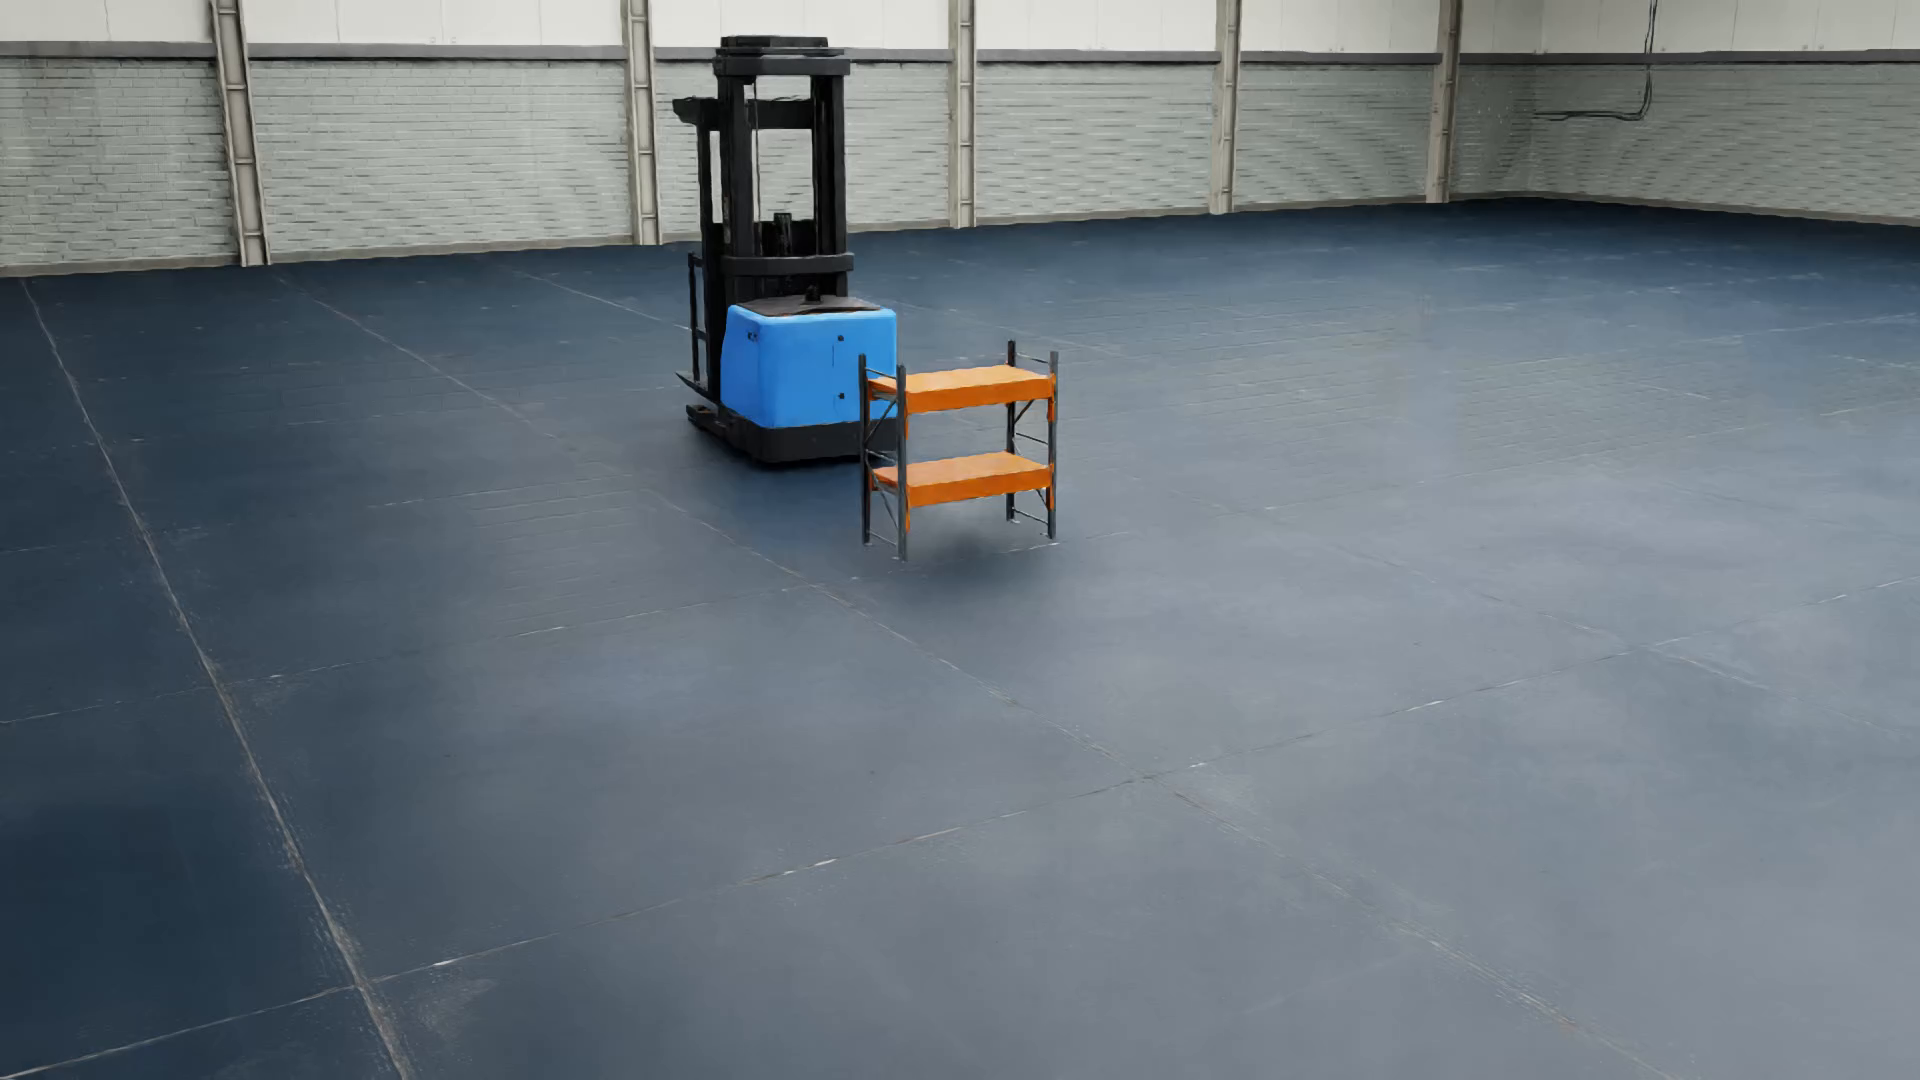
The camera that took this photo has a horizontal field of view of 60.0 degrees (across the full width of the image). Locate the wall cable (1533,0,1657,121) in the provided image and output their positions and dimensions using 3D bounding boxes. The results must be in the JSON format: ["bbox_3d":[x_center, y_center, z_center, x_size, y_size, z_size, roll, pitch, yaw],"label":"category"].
[{"bbox_3d":[13.542,-10.270,35.627,0.112,2.526,3.097,-9,18,-30],"label":"wall cable"}]

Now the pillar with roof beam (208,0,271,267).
[{"bbox_3d":[-8.020,-7.329,19.384,0.400,9.000,9.100,-9,18,-30],"label":"pillar with roof beam"}]

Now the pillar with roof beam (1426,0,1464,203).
[{"bbox_3d":[12.553,-10.665,31.285,0.400,9.000,9.100,-9,18,-30],"label":"pillar with roof beam"}]

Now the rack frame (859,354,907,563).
[{"bbox_3d":[-0.442,-0.470,9.503,0.032,1.125,0.500,-9,18,-30],"label":"rack frame"}]

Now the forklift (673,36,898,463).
[{"bbox_3d":[-1.504,-2.303,12.696,1.130,2.935,3.031,-7,17,-24],"label":"forklift"}]

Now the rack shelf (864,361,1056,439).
[{"bbox_3d":[-0.006,-0.823,9.676,1.000,0.278,0.538,-9,18,-30],"label":"rack shelf"}]

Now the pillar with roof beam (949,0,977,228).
[{"bbox_3d":[2.267,-8.997,25.334,0.400,9.000,9.100,-9,18,-30],"label":"pillar with roof beam"}]

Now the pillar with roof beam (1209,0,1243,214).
[{"bbox_3d":[7.410,-9.831,28.310,0.400,9.000,9.100,-9,18,-30],"label":"pillar with roof beam"}]

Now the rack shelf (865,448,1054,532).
[{"bbox_3d":[-0.006,-0.305,9.821,1.000,0.278,0.538,-9,18,-30],"label":"rack shelf"}]

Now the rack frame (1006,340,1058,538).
[{"bbox_3d":[0.430,-0.611,10.007,0.032,1.125,0.500,-9,18,-30],"label":"rack frame"}]

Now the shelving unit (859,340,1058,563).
[{"bbox_3d":[-0.006,-0.541,9.755,1.048,1.125,0.538,-9,18,-30],"label":"shelving unit"}]

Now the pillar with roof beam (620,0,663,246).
[{"bbox_3d":[-2.877,-8.163,22.359,0.400,9.000,9.100,-9,18,-30],"label":"pillar with roof beam"}]
